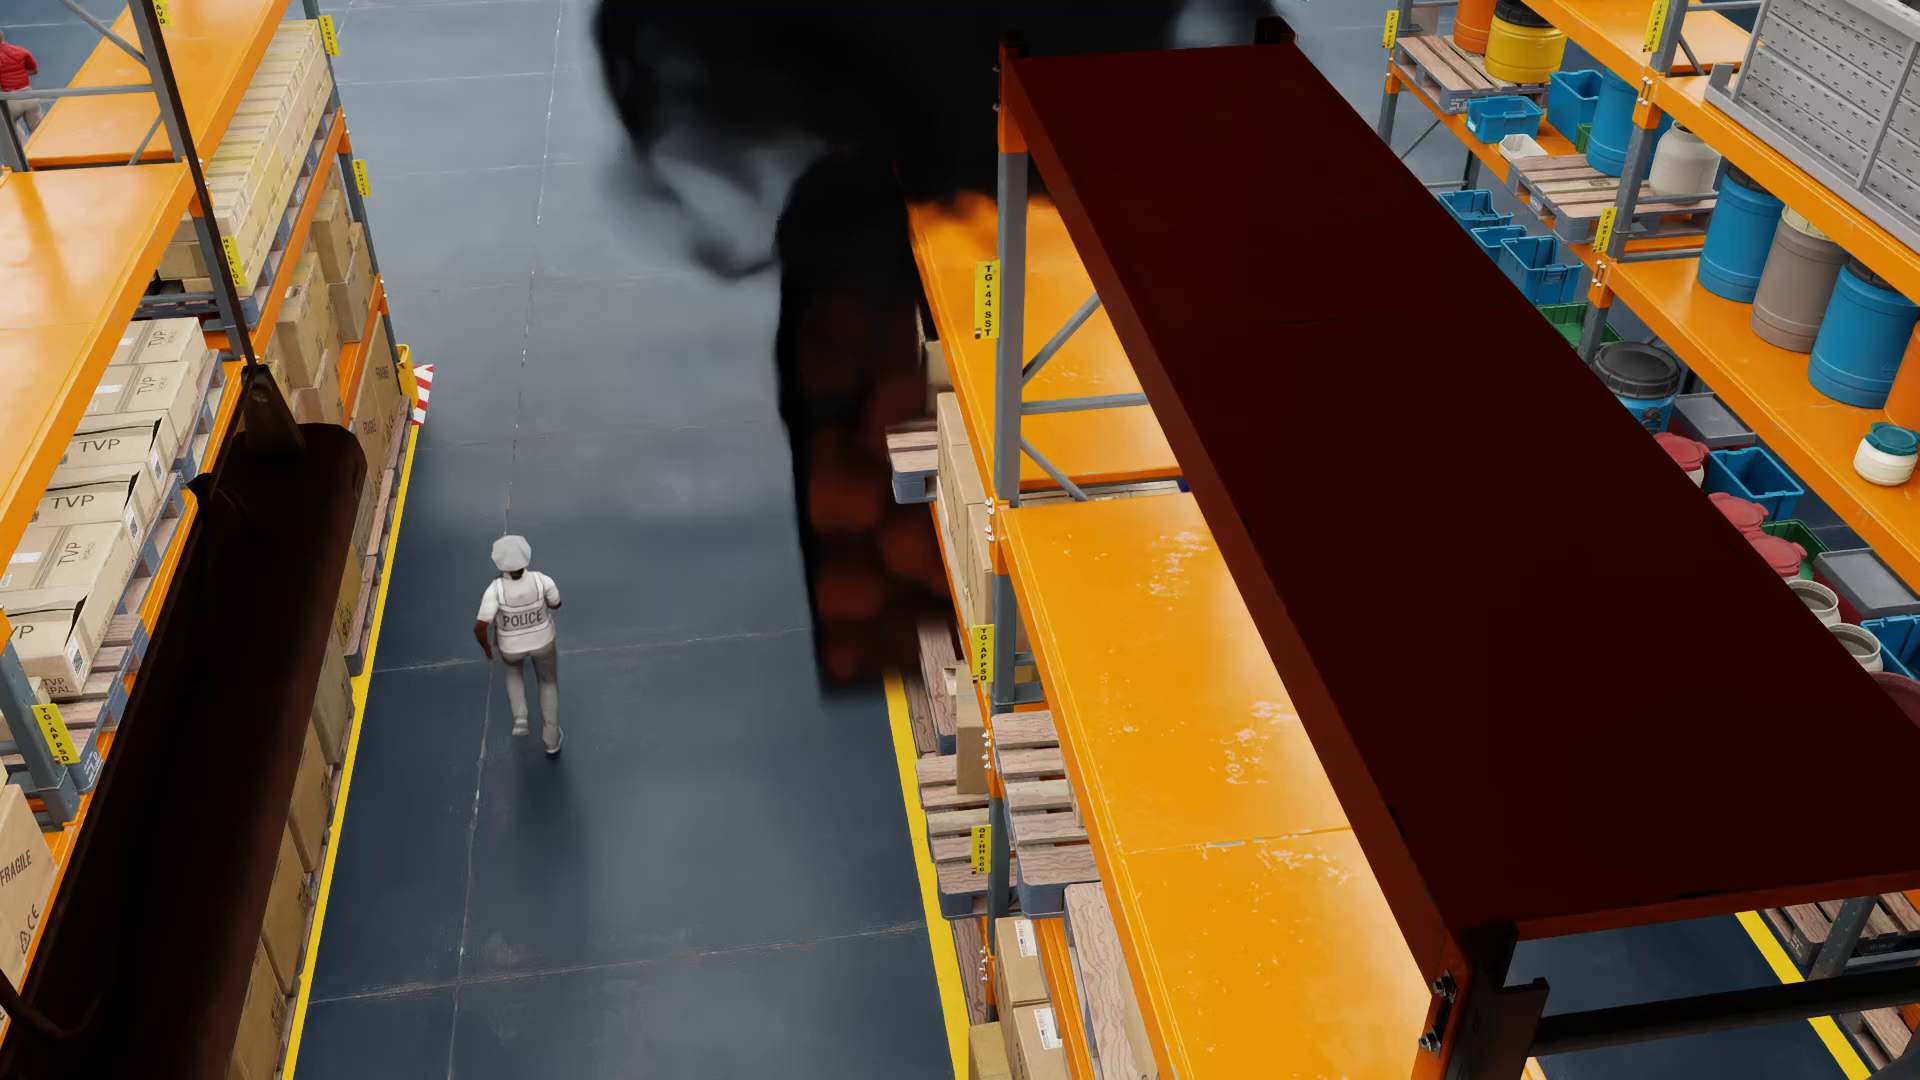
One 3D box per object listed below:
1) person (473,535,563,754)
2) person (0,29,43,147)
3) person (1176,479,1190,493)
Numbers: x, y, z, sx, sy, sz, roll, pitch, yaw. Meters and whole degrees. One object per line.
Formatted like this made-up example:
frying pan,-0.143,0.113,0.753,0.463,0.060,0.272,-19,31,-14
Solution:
person,-2.930,0.649,11.140,0.569,1.673,0.655,-10,37,-13
person,-10.560,-4.873,18.659,0.851,1.748,0.689,30,45,34
person,1.539,-0.382,12.645,0.578,1.663,1.066,-5,37,-7
